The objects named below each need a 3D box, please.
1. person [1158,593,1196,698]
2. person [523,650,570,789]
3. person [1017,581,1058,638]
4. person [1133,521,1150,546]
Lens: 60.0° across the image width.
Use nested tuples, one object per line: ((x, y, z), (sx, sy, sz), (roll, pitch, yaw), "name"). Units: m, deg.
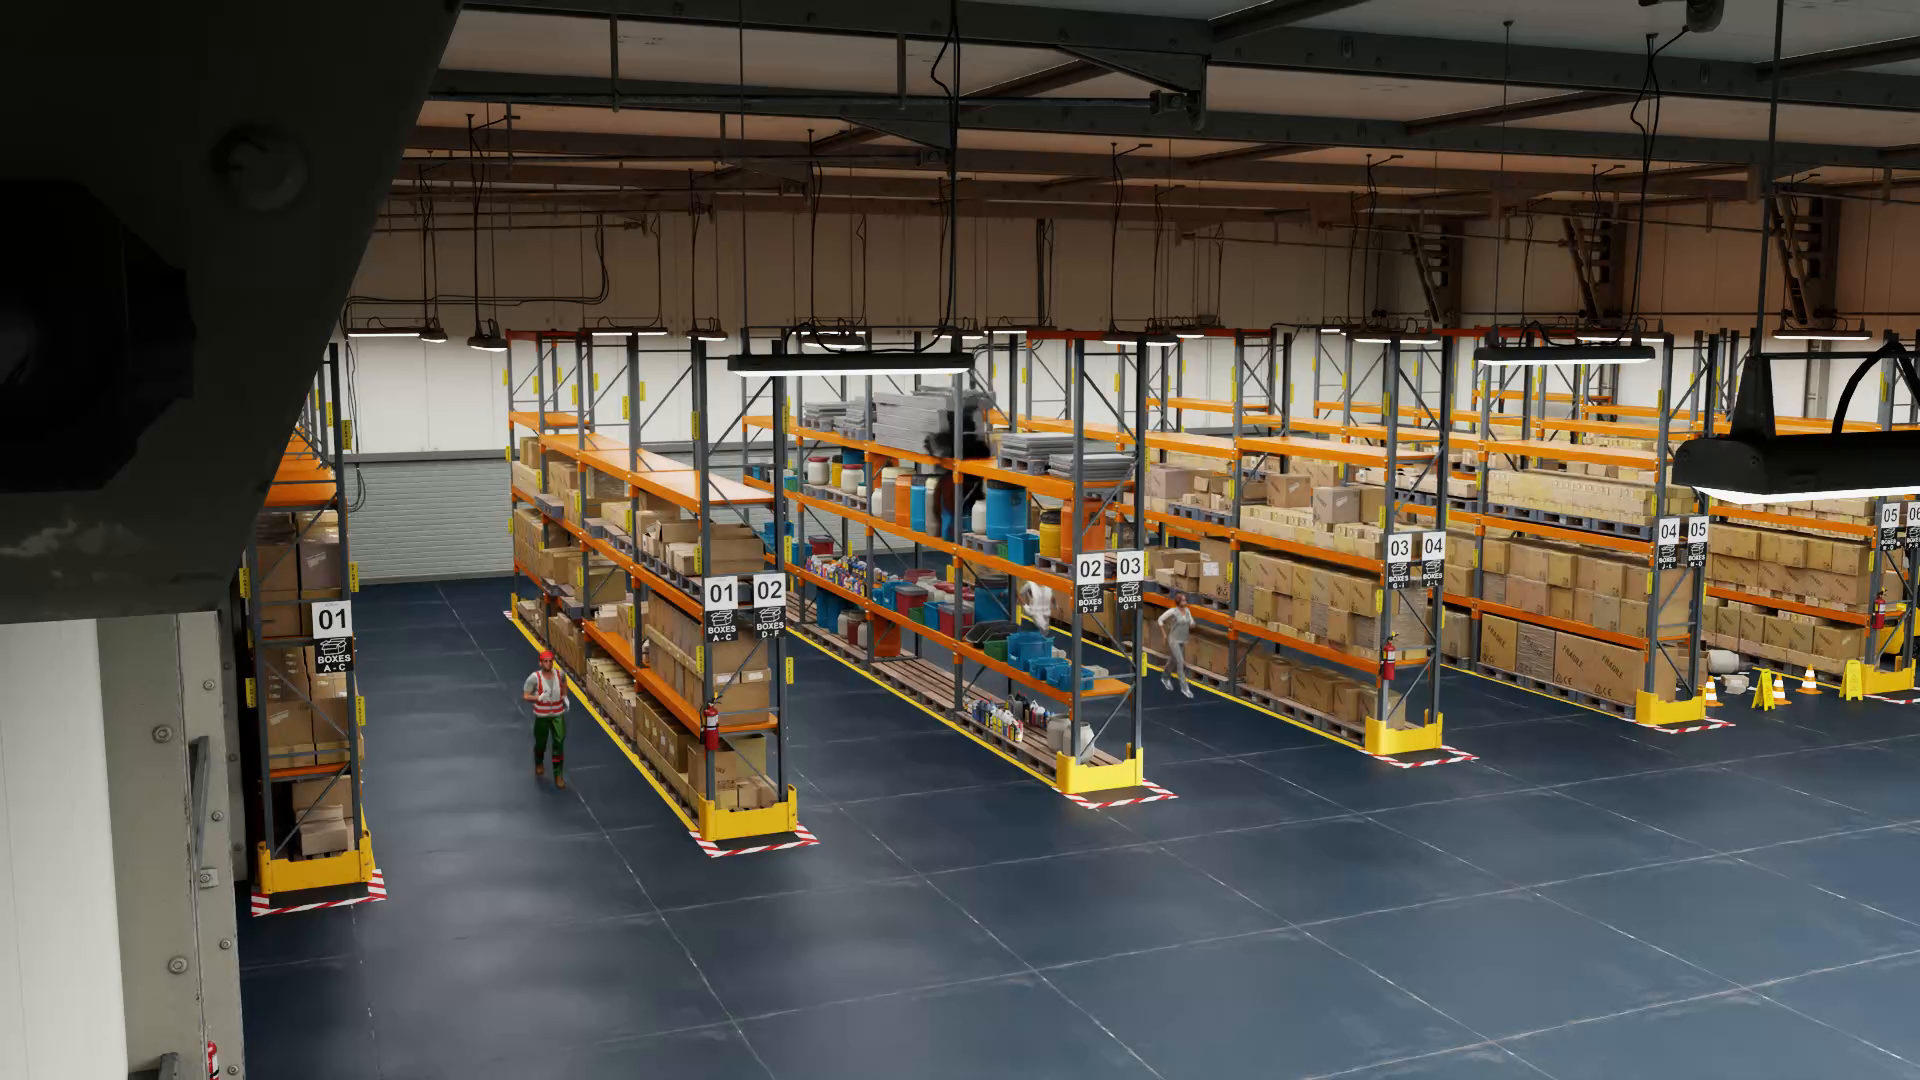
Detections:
((3.462, 1.636, 26.393), (0.520, 1.622, 0.787), (-6, 10, -36), "person")
((-5.573, 2.378, 22.452), (0.660, 1.823, 0.903), (-4, 9, -26), "person")
((1.427, 1.299, 30.142), (0.682, 1.645, 0.940), (-4, 9, -25), "person")
((3.925, 0.431, 37.033), (0.687, 1.802, 0.748), (-4, 9, -27), "person")
